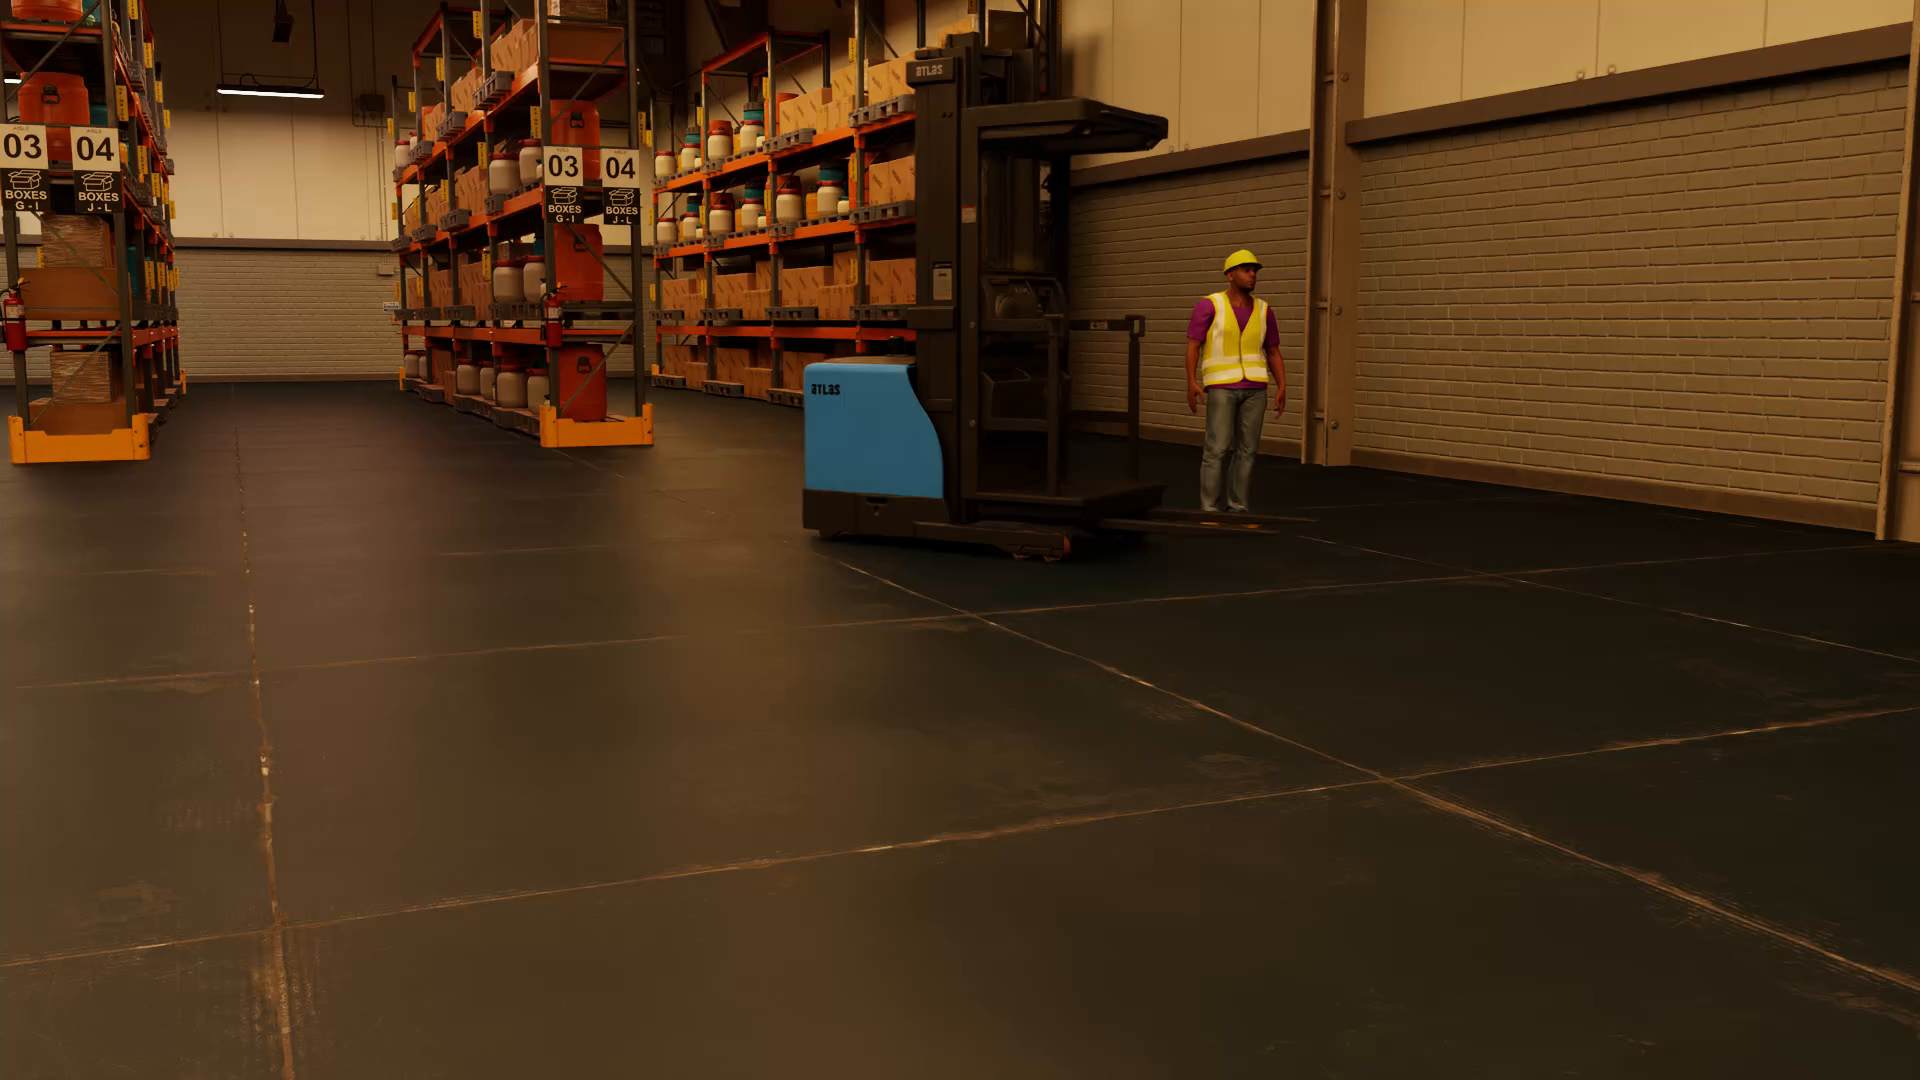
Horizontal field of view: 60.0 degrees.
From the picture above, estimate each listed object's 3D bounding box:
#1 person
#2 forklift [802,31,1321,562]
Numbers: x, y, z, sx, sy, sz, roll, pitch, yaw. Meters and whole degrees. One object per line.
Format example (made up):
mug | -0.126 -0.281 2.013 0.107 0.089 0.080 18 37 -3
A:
person | 1.770 -0.943 10.505 0.668 1.768 0.569 -2 8 -13
forklift | 0.554 -1.409 9.631 3.031 2.935 1.130 5 9 32
